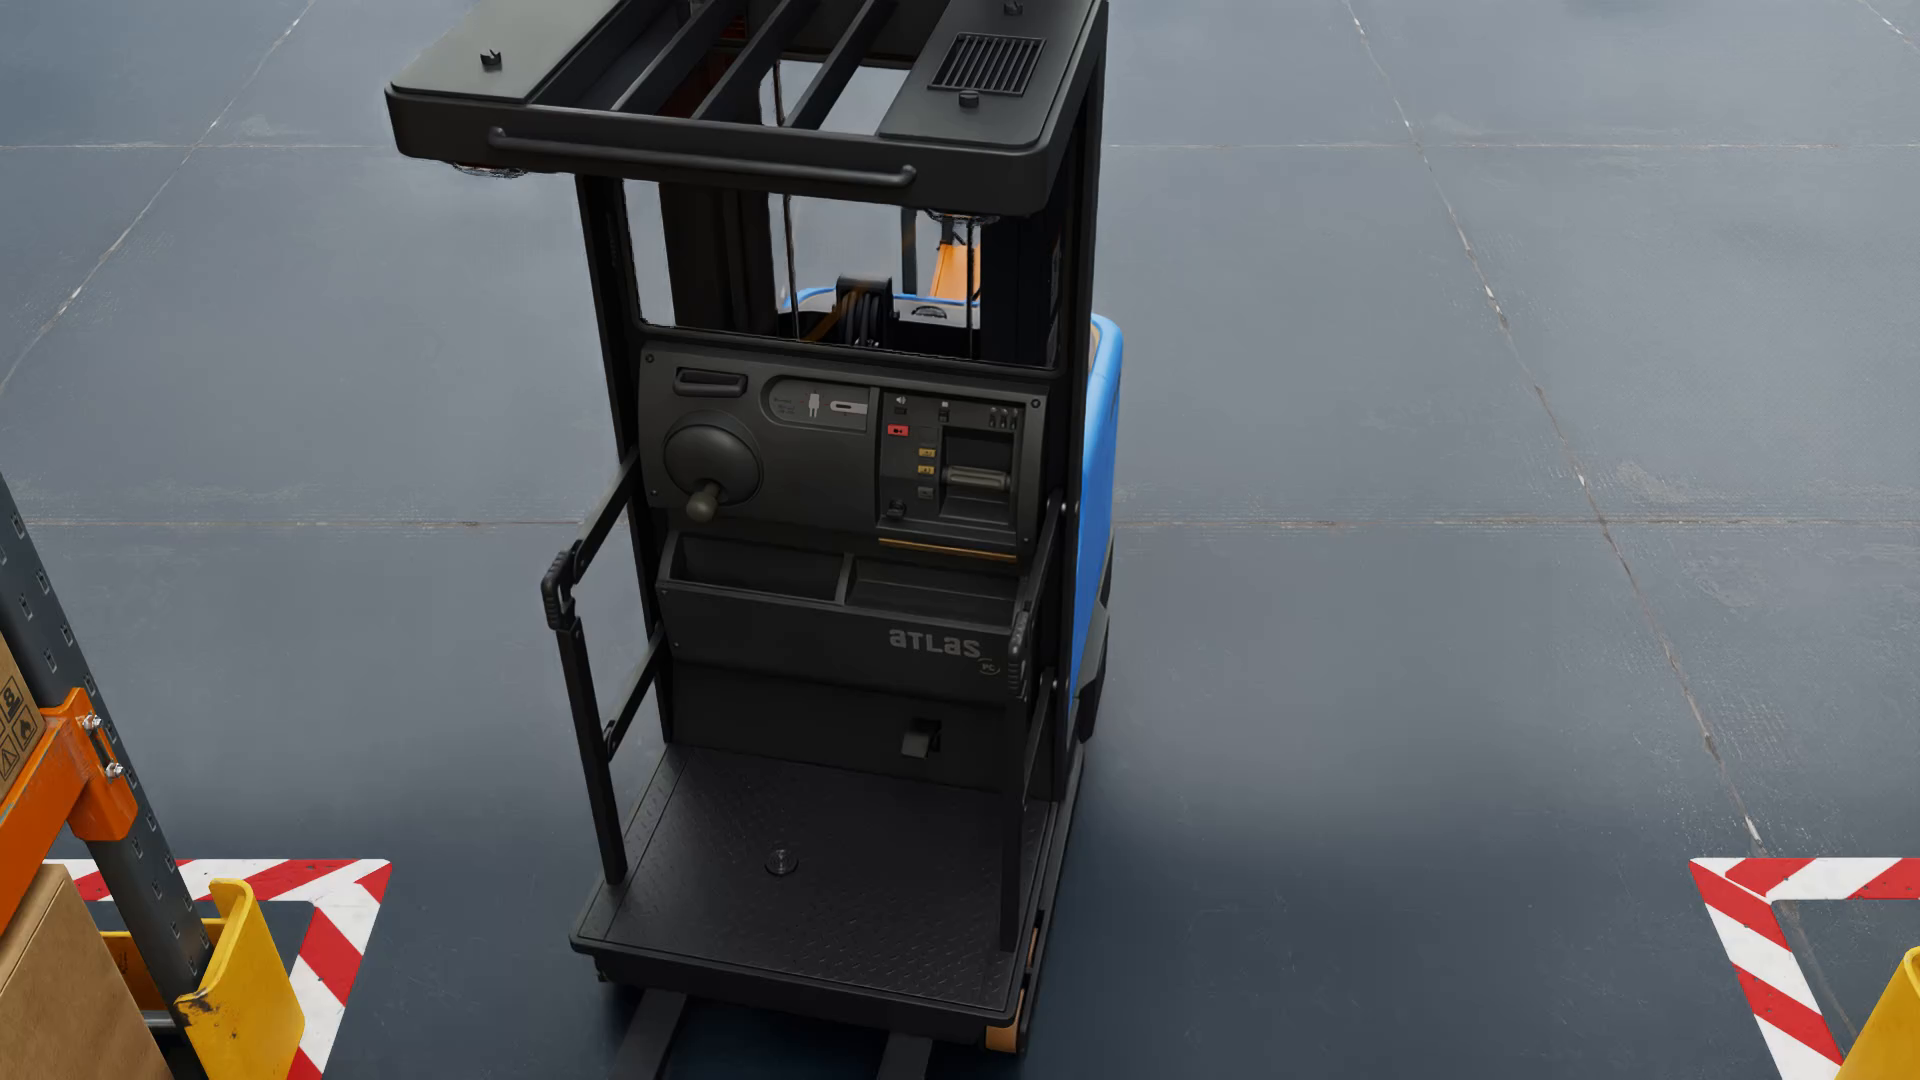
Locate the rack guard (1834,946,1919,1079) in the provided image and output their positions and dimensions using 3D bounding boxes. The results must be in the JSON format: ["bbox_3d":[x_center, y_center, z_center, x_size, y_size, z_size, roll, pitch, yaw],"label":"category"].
[{"bbox_3d":[2.715,1.229,3.817,1.175,0.500,0.348,0,39,0],"label":"rack guard"}]

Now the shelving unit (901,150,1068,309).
[{"bbox_3d":[0.130,-0.840,5.599,0.587,1.500,1.083,4,39,5],"label":"shelving unit"}]

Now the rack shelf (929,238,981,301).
[{"bbox_3d":[0.131,-0.705,5.718,0.538,0.185,1.000,4,39,5],"label":"rack shelf"}]

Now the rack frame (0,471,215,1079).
[{"bbox_3d":[-2.245,0.147,3.169,1.000,3.000,0.127,0,39,0],"label":"rack frame"}]

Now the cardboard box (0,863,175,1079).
[{"bbox_3d":[-2.178,1.236,3.173,0.875,0.875,0.875,0,39,0],"label":"cardboard box"}]

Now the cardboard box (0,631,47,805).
[{"bbox_3d":[-2.199,0.320,2.832,0.875,0.550,0.550,0,39,0],"label":"cardboard box"}]

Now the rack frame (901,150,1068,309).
[{"bbox_3d":[0.077,-0.529,5.211,0.500,1.500,0.032,4,39,5],"label":"rack frame"}]

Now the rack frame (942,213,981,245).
[{"bbox_3d":[0.185,-1.162,6.000,0.500,1.500,0.032,4,39,5],"label":"rack frame"}]

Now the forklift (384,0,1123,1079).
[{"bbox_3d":[-0.314,-0.126,3.563,1.130,2.935,3.031,7,39,9],"label":"forklift"}]

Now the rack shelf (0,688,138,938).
[{"bbox_3d":[-2.242,1.678,1.833,1.077,0.370,4.000,0,39,0],"label":"rack shelf"}]

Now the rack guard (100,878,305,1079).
[{"bbox_3d":[-2.245,1.107,3.969,1.175,0.500,0.348,0,39,0],"label":"rack guard"}]
